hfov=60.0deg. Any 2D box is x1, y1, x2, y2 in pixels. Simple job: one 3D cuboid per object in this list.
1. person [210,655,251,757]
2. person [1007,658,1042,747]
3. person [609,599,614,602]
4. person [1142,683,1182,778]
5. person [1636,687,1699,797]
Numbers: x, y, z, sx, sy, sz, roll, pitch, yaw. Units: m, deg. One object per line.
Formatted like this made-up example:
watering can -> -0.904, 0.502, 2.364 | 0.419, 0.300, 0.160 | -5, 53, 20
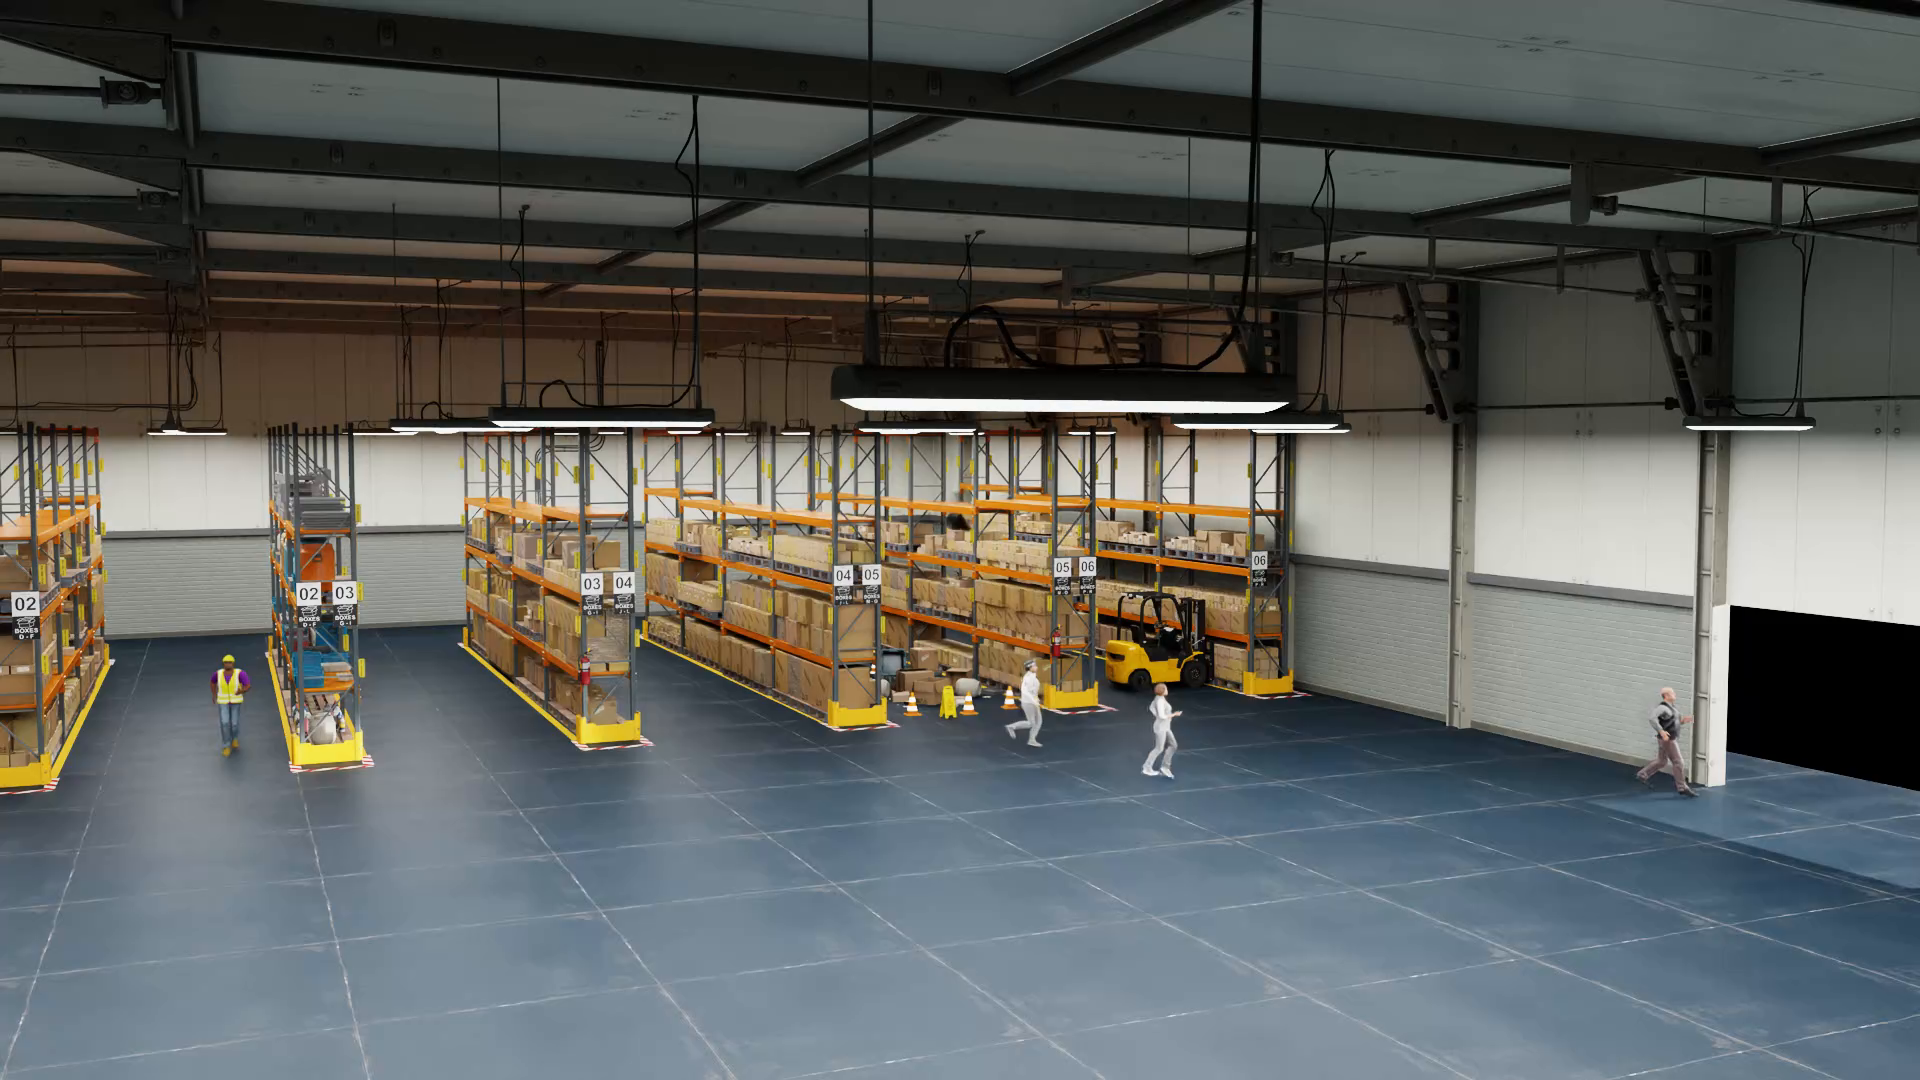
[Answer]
person -> -13.289, 2.980, 30.315 | 0.691, 1.789, 0.895 | -1, 4, -22
person -> 1.222, 3.017, 30.951 | 0.671, 1.655, 0.601 | 1, 4, 17
person -> -9.138, 2.126, 44.761 | 0.716, 1.732, 0.574 | -2, 4, -24
person -> 3.406, 3.212, 27.975 | 0.660, 1.624, 0.514 | 1, 4, 13
person -> 11.327, 3.205, 26.607 | 0.957, 1.712, 0.650 | 2, 4, 29
